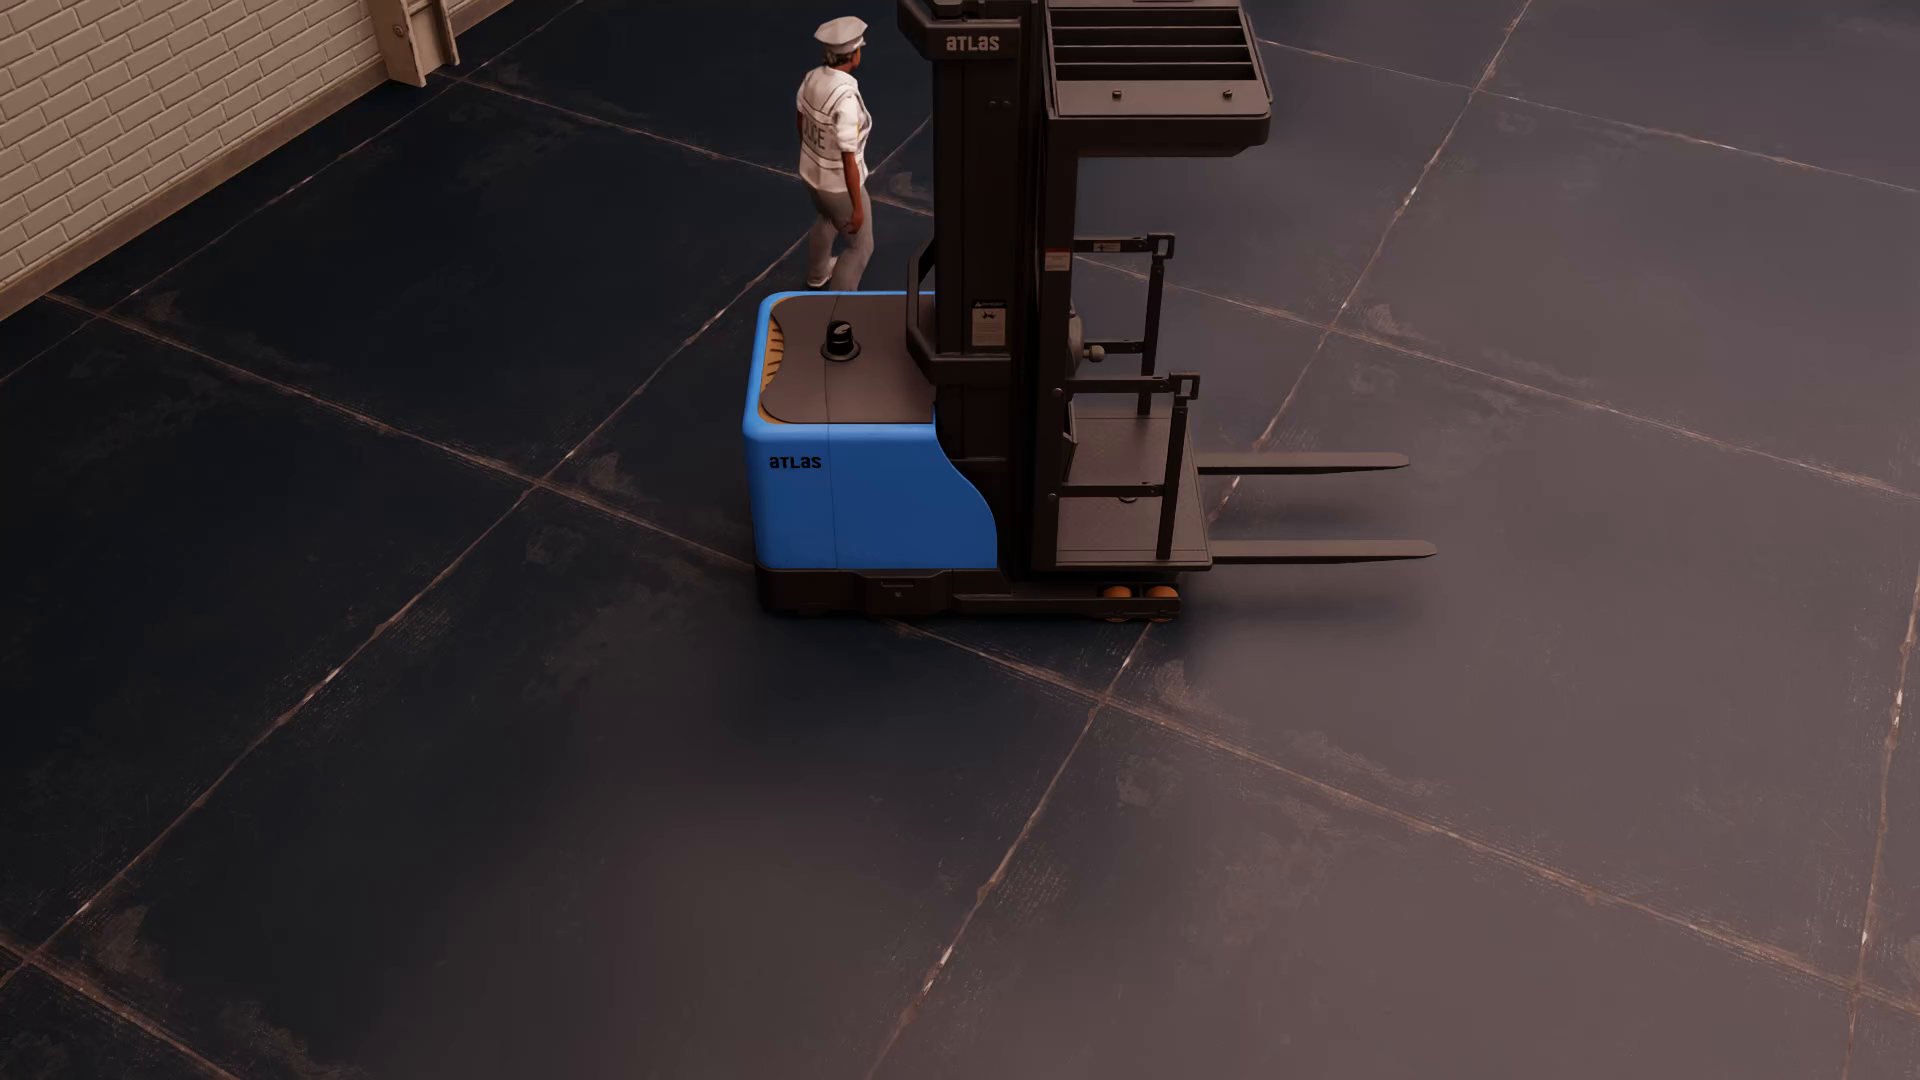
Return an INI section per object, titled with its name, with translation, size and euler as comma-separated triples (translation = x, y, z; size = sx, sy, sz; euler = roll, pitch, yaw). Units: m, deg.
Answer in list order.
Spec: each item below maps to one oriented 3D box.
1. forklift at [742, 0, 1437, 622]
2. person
[forklift]
translation = 0.610, -1.069, 6.788
size = 3.031, 2.935, 1.130
euler = 0, 43, 0
[person]
translation = -0.643, -1.895, 8.620
size = 0.390, 1.633, 0.770
euler = -23, 48, -23
